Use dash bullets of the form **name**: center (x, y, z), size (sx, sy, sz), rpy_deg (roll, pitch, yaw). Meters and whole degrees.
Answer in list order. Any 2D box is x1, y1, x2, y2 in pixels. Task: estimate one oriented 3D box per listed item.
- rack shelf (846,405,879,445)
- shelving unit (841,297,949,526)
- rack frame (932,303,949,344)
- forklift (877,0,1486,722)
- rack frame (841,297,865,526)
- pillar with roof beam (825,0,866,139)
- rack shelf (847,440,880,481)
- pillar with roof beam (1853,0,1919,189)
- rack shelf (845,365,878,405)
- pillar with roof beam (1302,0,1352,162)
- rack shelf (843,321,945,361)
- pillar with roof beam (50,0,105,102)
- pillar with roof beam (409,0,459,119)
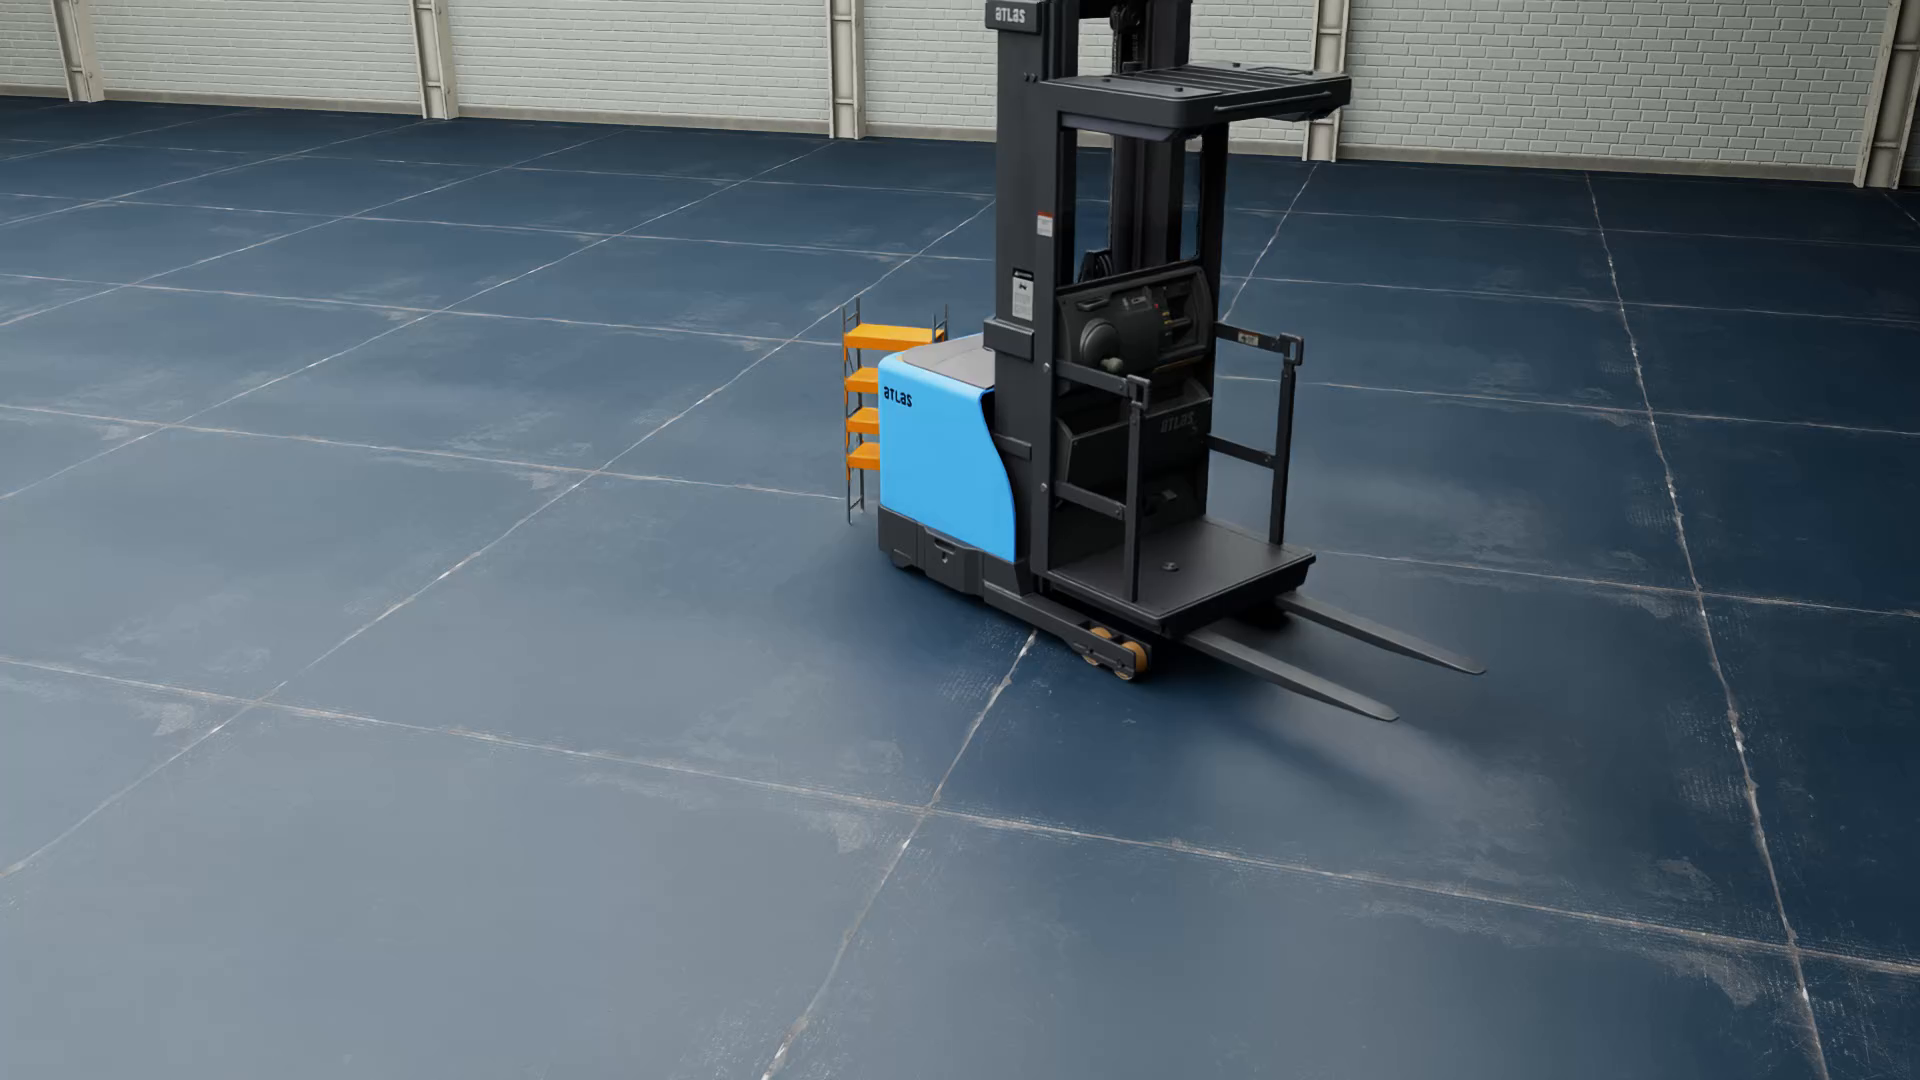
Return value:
- **rack shelf**: center (-0.334, -0.588, 8.799), size (0.480, 0.148, 0.258), rpy_deg (7, 23, 16)
- **shelving unit**: center (-0.334, -0.650, 8.774), size (0.503, 1.200, 0.258), rpy_deg (7, 23, 16)
- **rack frame**: center (-0.101, -0.623, 8.708), size (0.015, 1.200, 0.240), rpy_deg (7, 23, 16)
- **forklift**: center (0.930, -0.960, 7.249), size (1.130, 2.935, 3.031), rpy_deg (-18, 29, -38)
- **rack frame**: center (-0.568, -0.677, 8.840), size (0.015, 1.200, 0.240), rpy_deg (7, 23, 16)
- **pillar with roof beam**: center (-2.689, -7.803, 15.936), size (0.400, 9.000, 9.100), rpy_deg (7, 23, 16)
- **rack shelf**: center (-0.334, -0.404, 8.875), size (0.480, 0.148, 0.258), rpy_deg (7, 23, 16)
- **pillar with roof beam**: center (8.799, -6.488, 12.729), size (0.400, 9.000, 9.100), rpy_deg (7, 23, 16)
- **rack shelf**: center (-0.334, -0.795, 8.714), size (0.480, 0.148, 0.258), rpy_deg (7, 23, 16)
- **pillar with roof beam**: center (3.055, -7.146, 14.332), size (0.400, 9.000, 9.100), rpy_deg (7, 23, 16)
- **rack shelf**: center (-0.334, -1.014, 8.625), size (0.480, 0.148, 0.258), rpy_deg (7, 23, 16)
- **pillar with roof beam**: center (-14.177, -9.119, 19.143), size (0.400, 9.000, 9.100), rpy_deg (7, 23, 16)
- **pillar with roof beam**: center (-8.433, -8.461, 17.539), size (0.400, 9.000, 9.100), rpy_deg (7, 23, 16)
